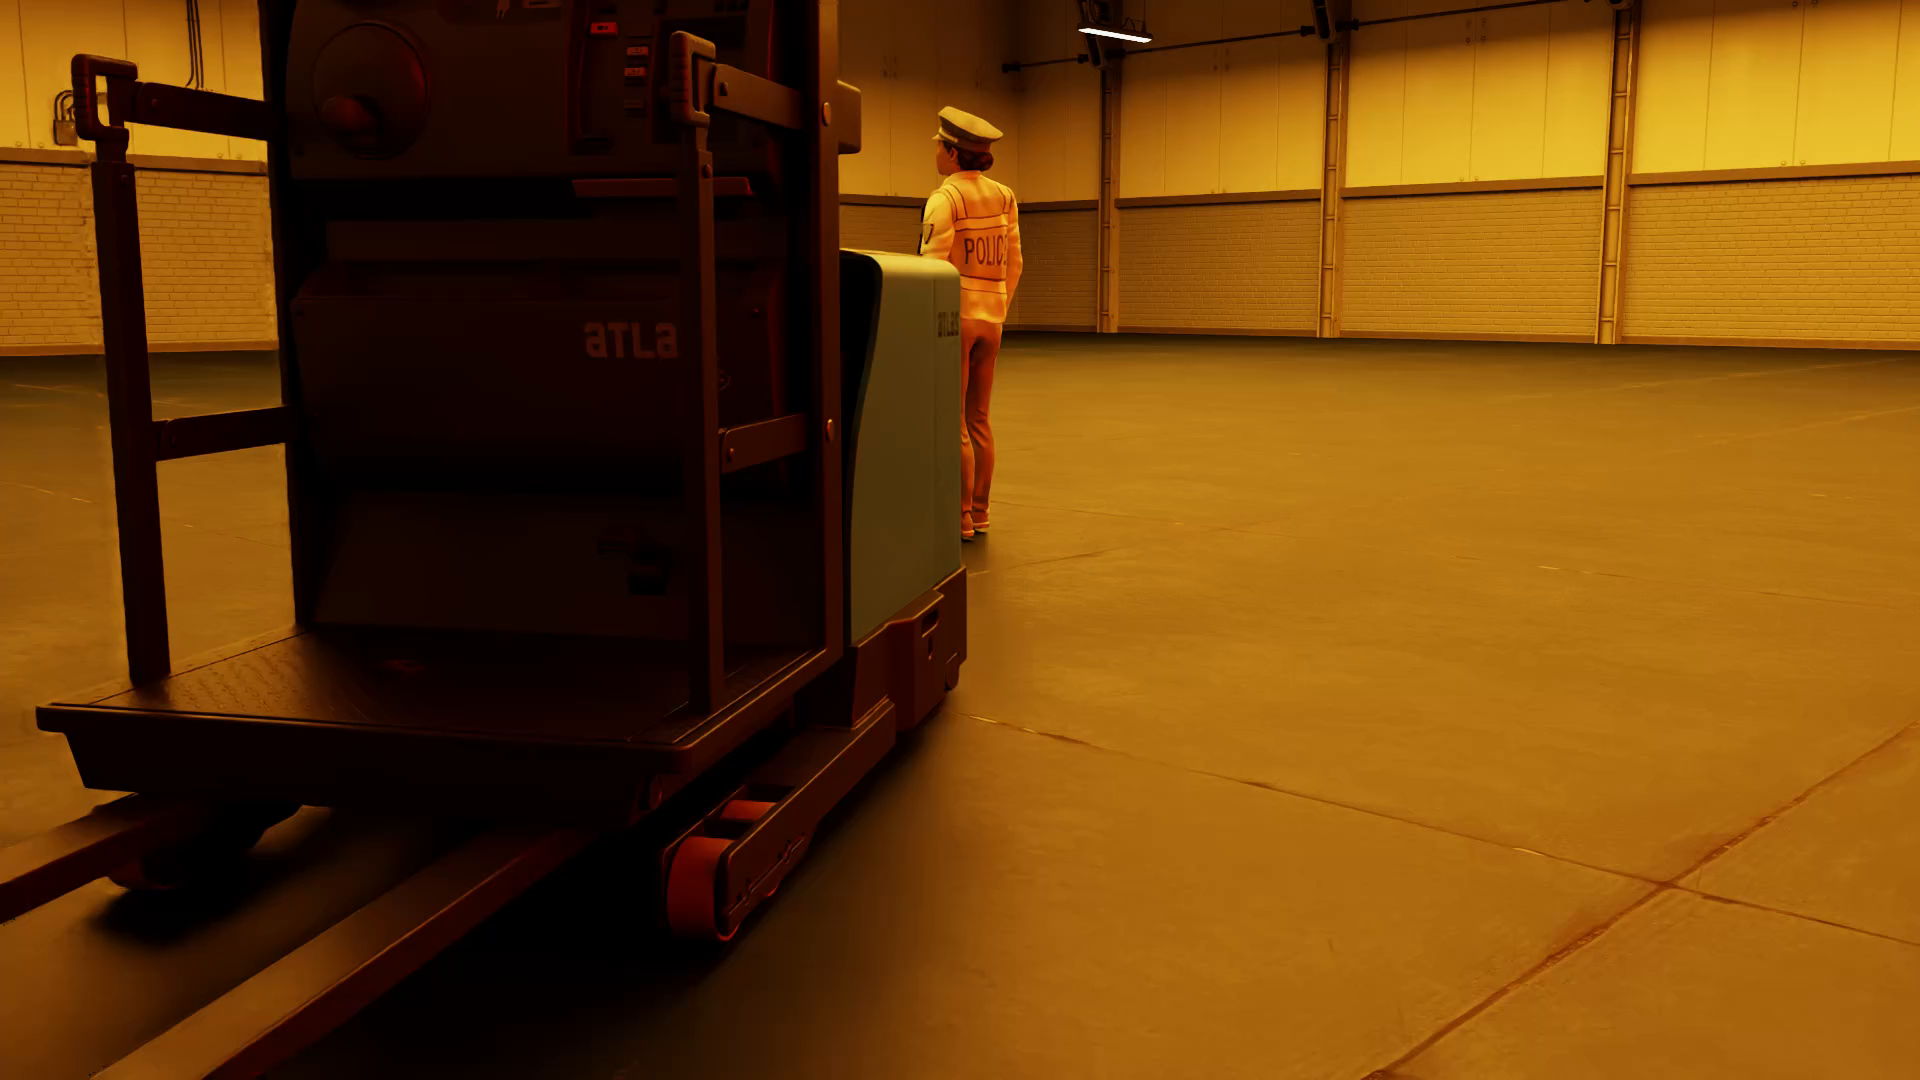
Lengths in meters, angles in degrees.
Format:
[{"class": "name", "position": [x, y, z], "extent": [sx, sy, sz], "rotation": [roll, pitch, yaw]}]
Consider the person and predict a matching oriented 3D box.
[{"class": "person", "position": [-0.044, -0.853, 6.642], "extent": [0.531, 1.694, 0.586], "rotation": [8, 12, 43]}]

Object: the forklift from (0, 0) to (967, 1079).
[{"class": "forklift", "position": [-0.813, -0.886, 2.760], "extent": [1.130, 2.935, 3.031], "rotation": [2, 9, 13]}]
